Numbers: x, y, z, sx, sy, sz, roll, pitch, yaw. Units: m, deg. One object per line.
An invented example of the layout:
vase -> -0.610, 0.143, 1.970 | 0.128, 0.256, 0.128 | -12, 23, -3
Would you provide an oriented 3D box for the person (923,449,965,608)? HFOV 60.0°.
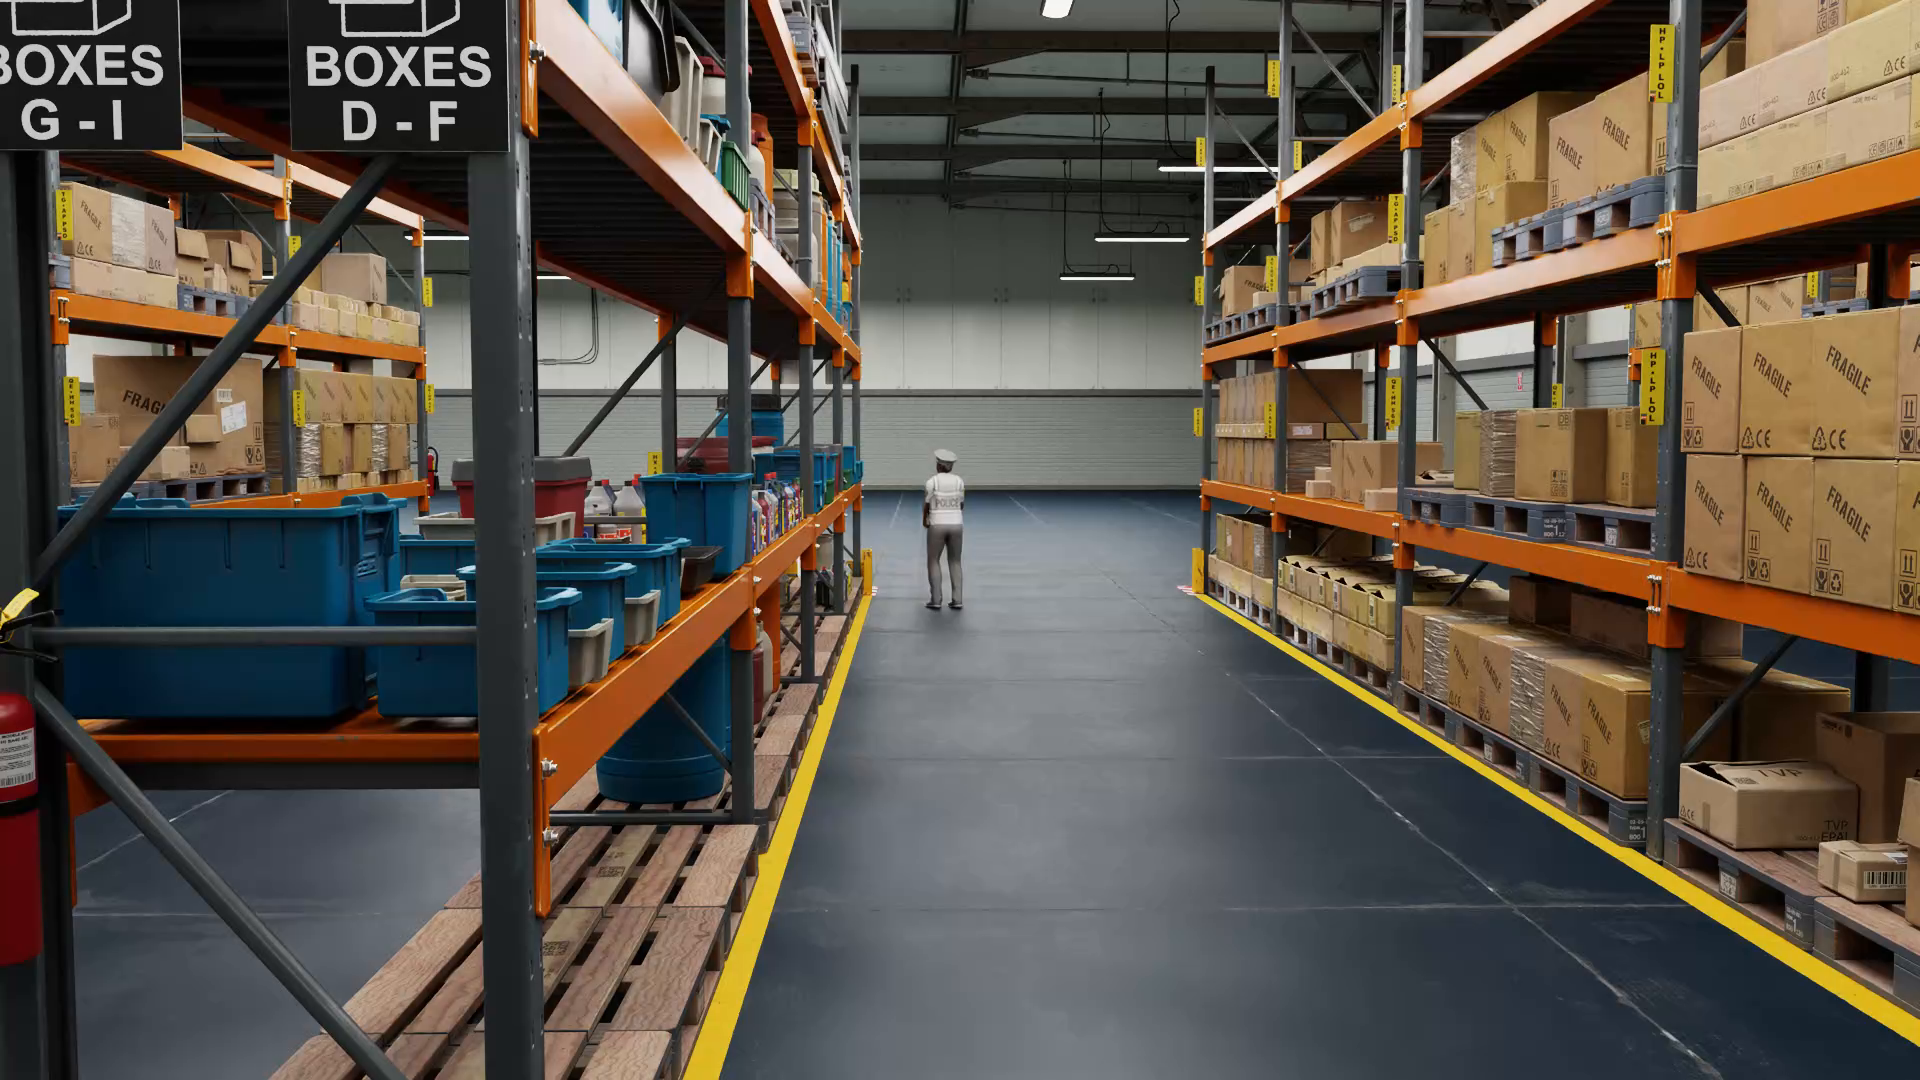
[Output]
person -> -0.183, -0.123, 17.636 | 0.451, 1.687, 0.537 | -1, 4, -19
